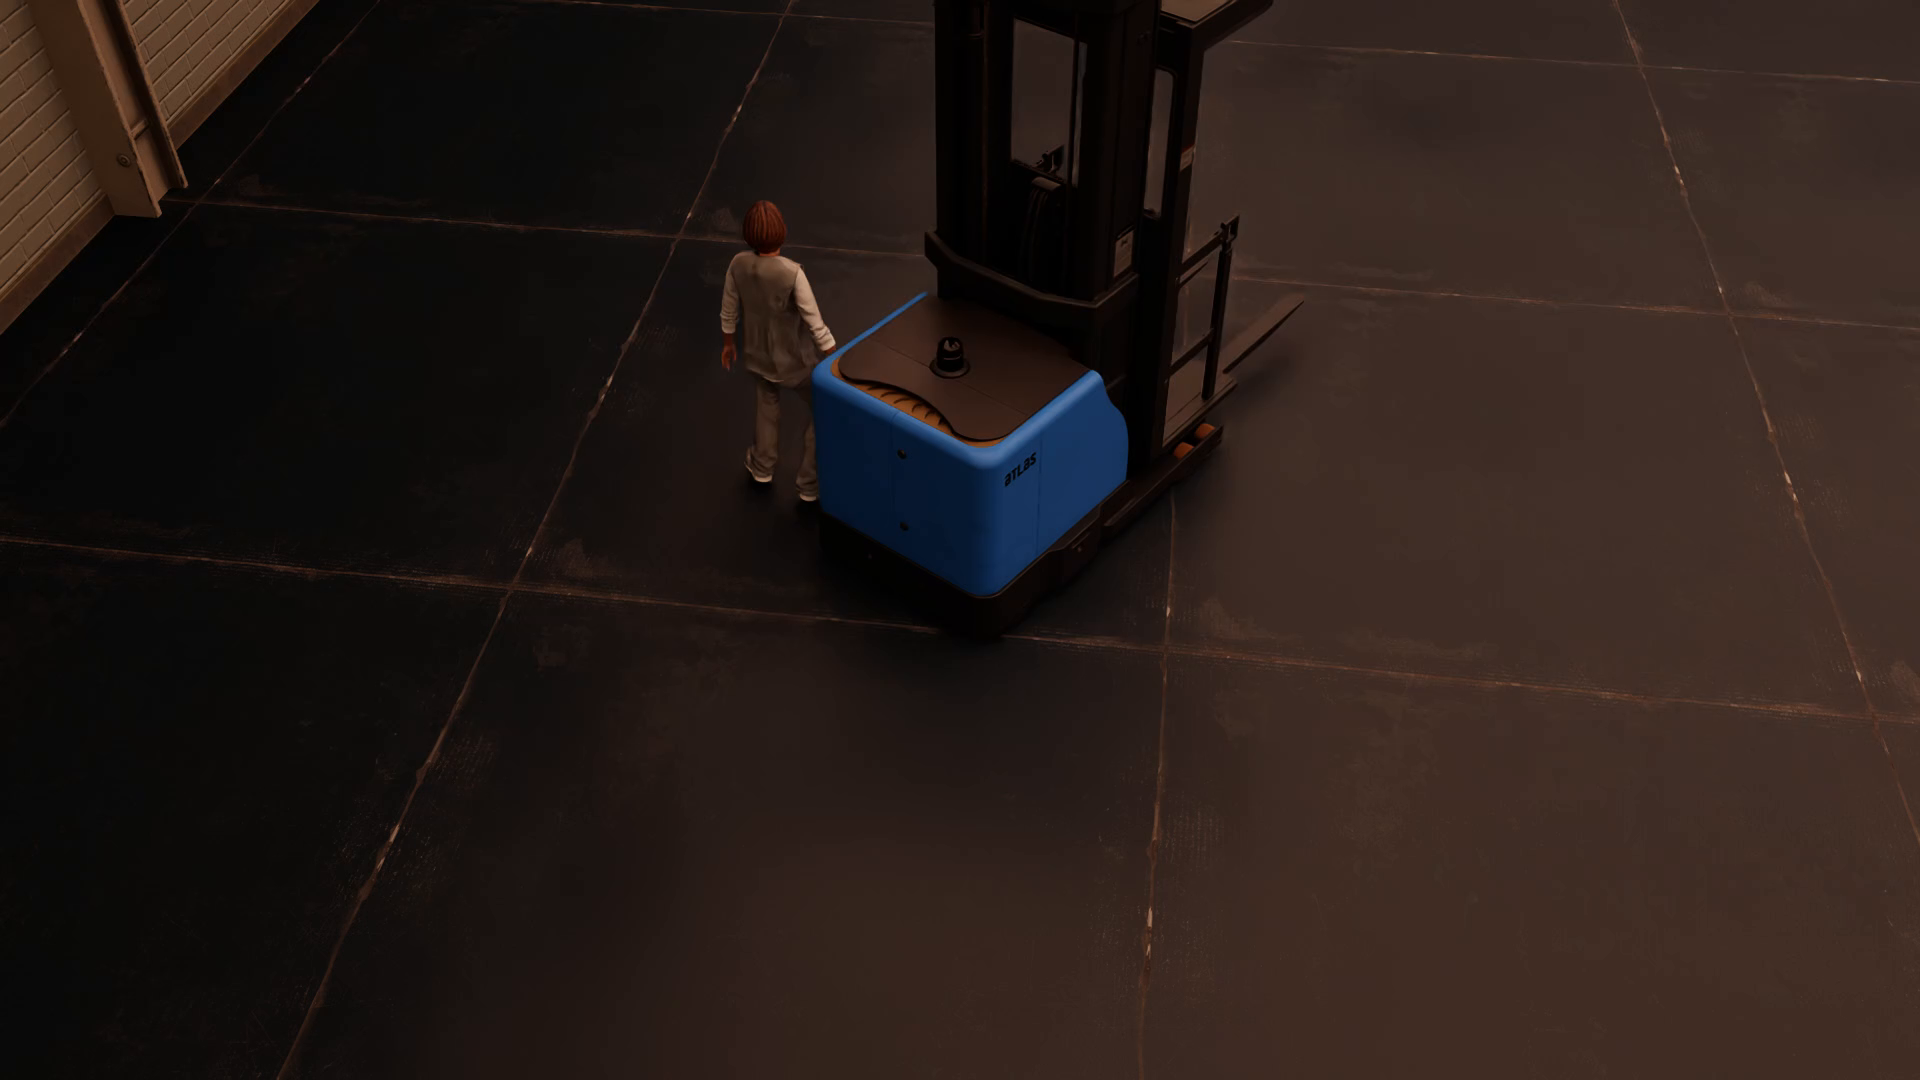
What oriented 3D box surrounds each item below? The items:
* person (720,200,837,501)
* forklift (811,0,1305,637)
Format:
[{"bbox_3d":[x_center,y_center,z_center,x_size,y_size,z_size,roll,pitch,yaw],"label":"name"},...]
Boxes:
[{"bbox_3d":[-0.795,-0.848,7.690,0.647,1.552,0.342,23,47,23],"label":"person"},{"bbox_3d":[0.660,-1.588,7.453,1.130,2.935,3.031,29,50,28],"label":"forklift"}]
